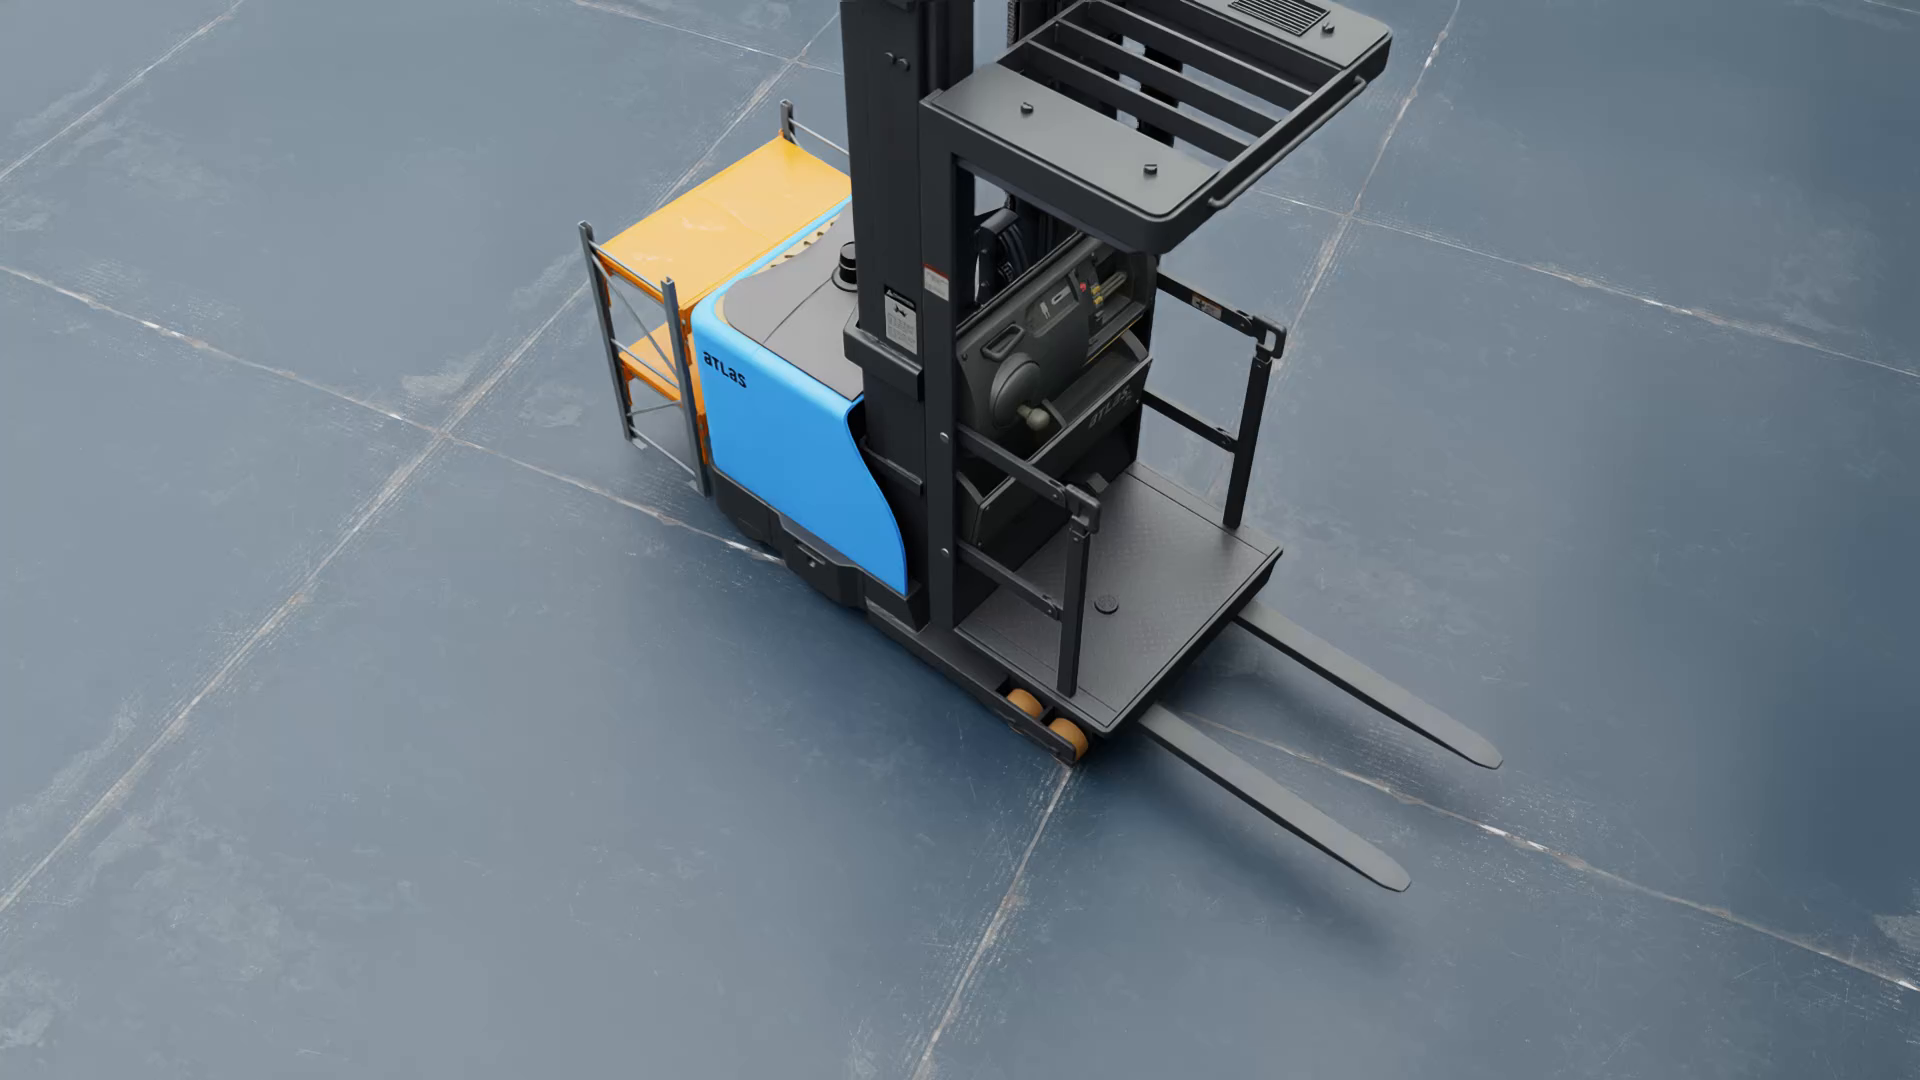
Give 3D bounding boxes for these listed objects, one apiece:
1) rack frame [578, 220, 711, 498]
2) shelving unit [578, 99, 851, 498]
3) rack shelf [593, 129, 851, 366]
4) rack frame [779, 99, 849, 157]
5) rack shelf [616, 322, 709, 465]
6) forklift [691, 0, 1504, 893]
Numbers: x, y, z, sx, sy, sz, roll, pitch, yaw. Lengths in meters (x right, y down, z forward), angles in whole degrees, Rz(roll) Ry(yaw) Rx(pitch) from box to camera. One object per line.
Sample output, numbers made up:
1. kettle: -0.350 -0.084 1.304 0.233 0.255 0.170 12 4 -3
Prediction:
1. rack frame: -1.202 -0.670 6.397 0.500 1.125 0.032 35 58 26
2. shelving unit: -0.860 -0.957 6.640 0.538 1.125 1.048 35 58 26
3. rack shelf: -0.860 -1.146 6.418 0.538 0.278 1.000 35 58 26
4. rack frame: -0.518 -1.243 6.884 0.500 1.125 0.032 35 58 26
5. rack shelf: -0.860 -0.798 6.827 0.538 0.278 1.000 35 58 26
6. forklift: 0.480 -0.619 5.167 3.031 2.935 1.130 33 57 25
